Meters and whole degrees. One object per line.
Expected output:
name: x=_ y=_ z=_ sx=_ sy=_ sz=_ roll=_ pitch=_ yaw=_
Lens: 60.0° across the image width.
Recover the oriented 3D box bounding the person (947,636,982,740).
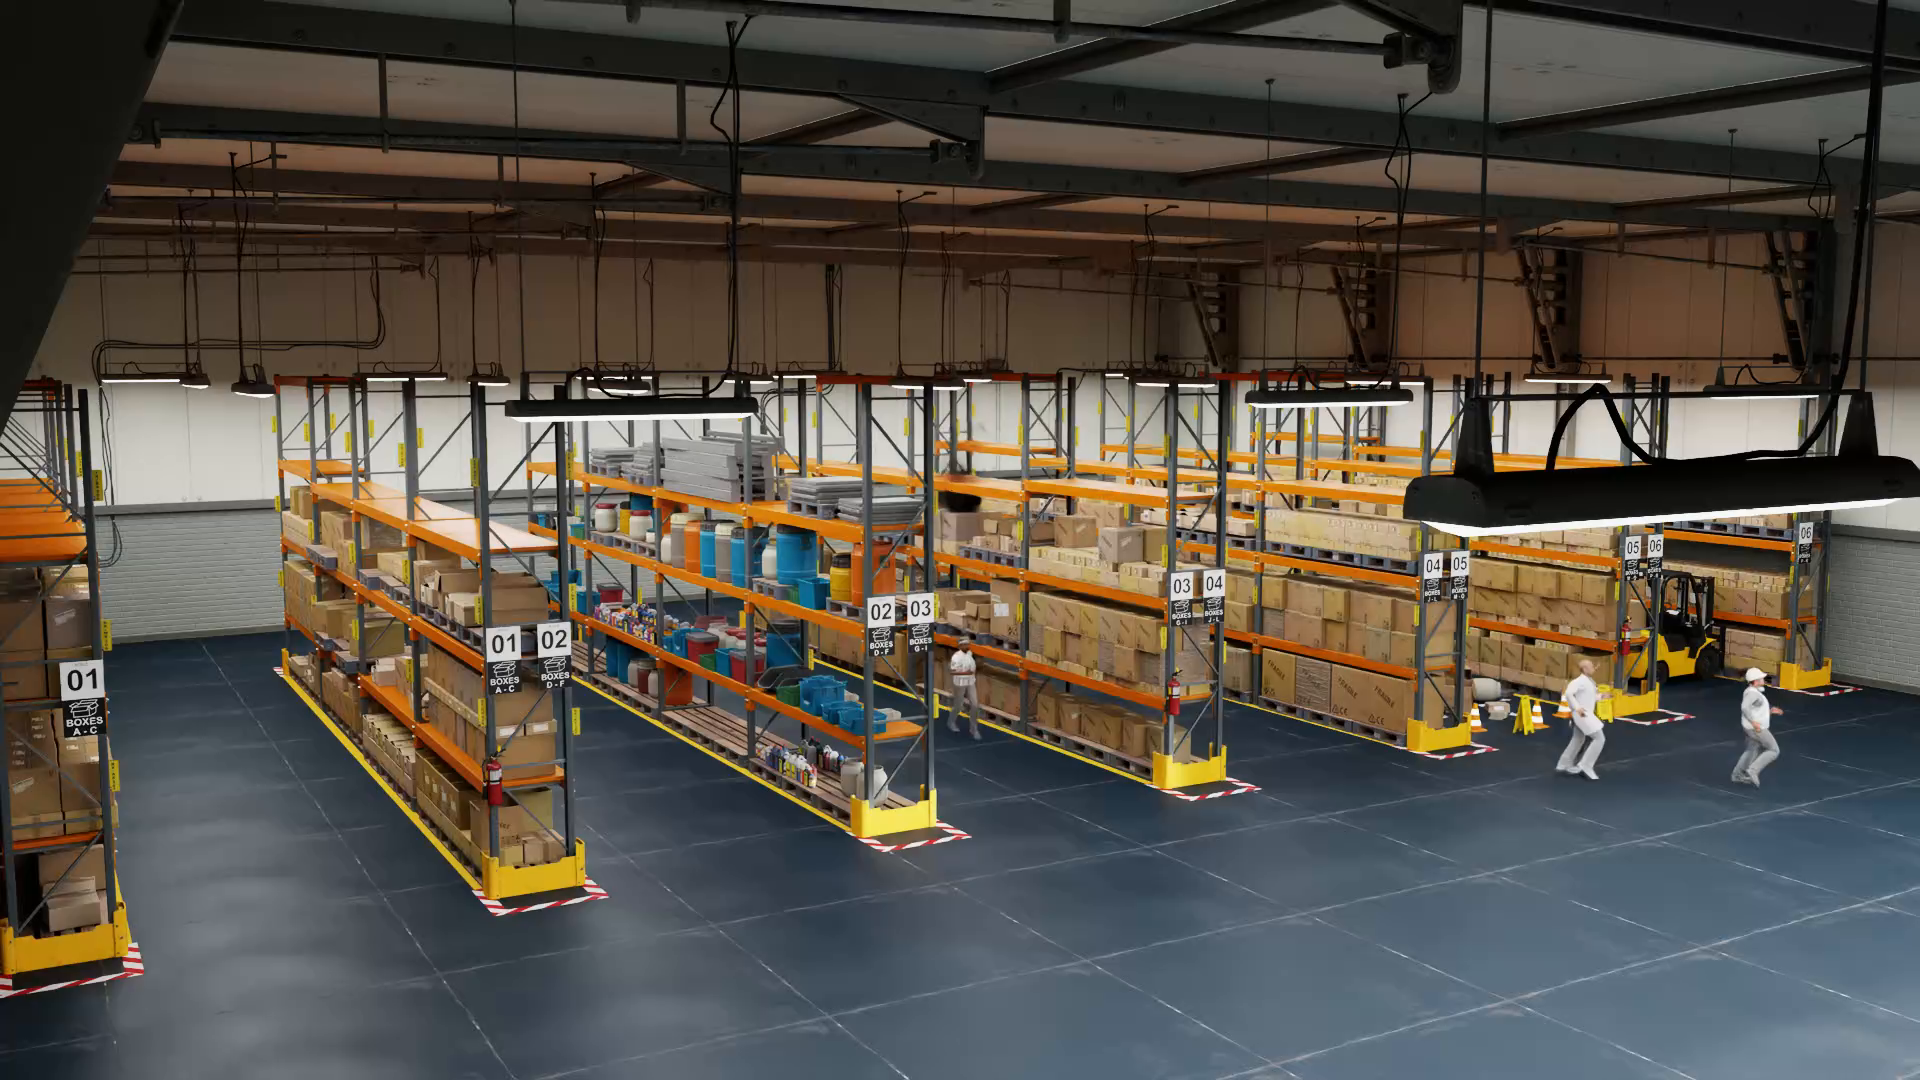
person: x=0.049 y=2.452 z=27.820 sx=0.564 sy=1.754 sz=0.794 roll=-4 pitch=7 yaw=-33

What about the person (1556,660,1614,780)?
person: x=9.456 y=2.710 z=25.132 sx=0.786 sy=1.812 sz=0.696 roll=2 pitch=7 yaw=21

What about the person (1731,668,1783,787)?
person: x=11.800 y=2.767 z=24.579 sx=0.670 sy=1.751 sz=0.637 roll=1 pitch=6 yaw=13
